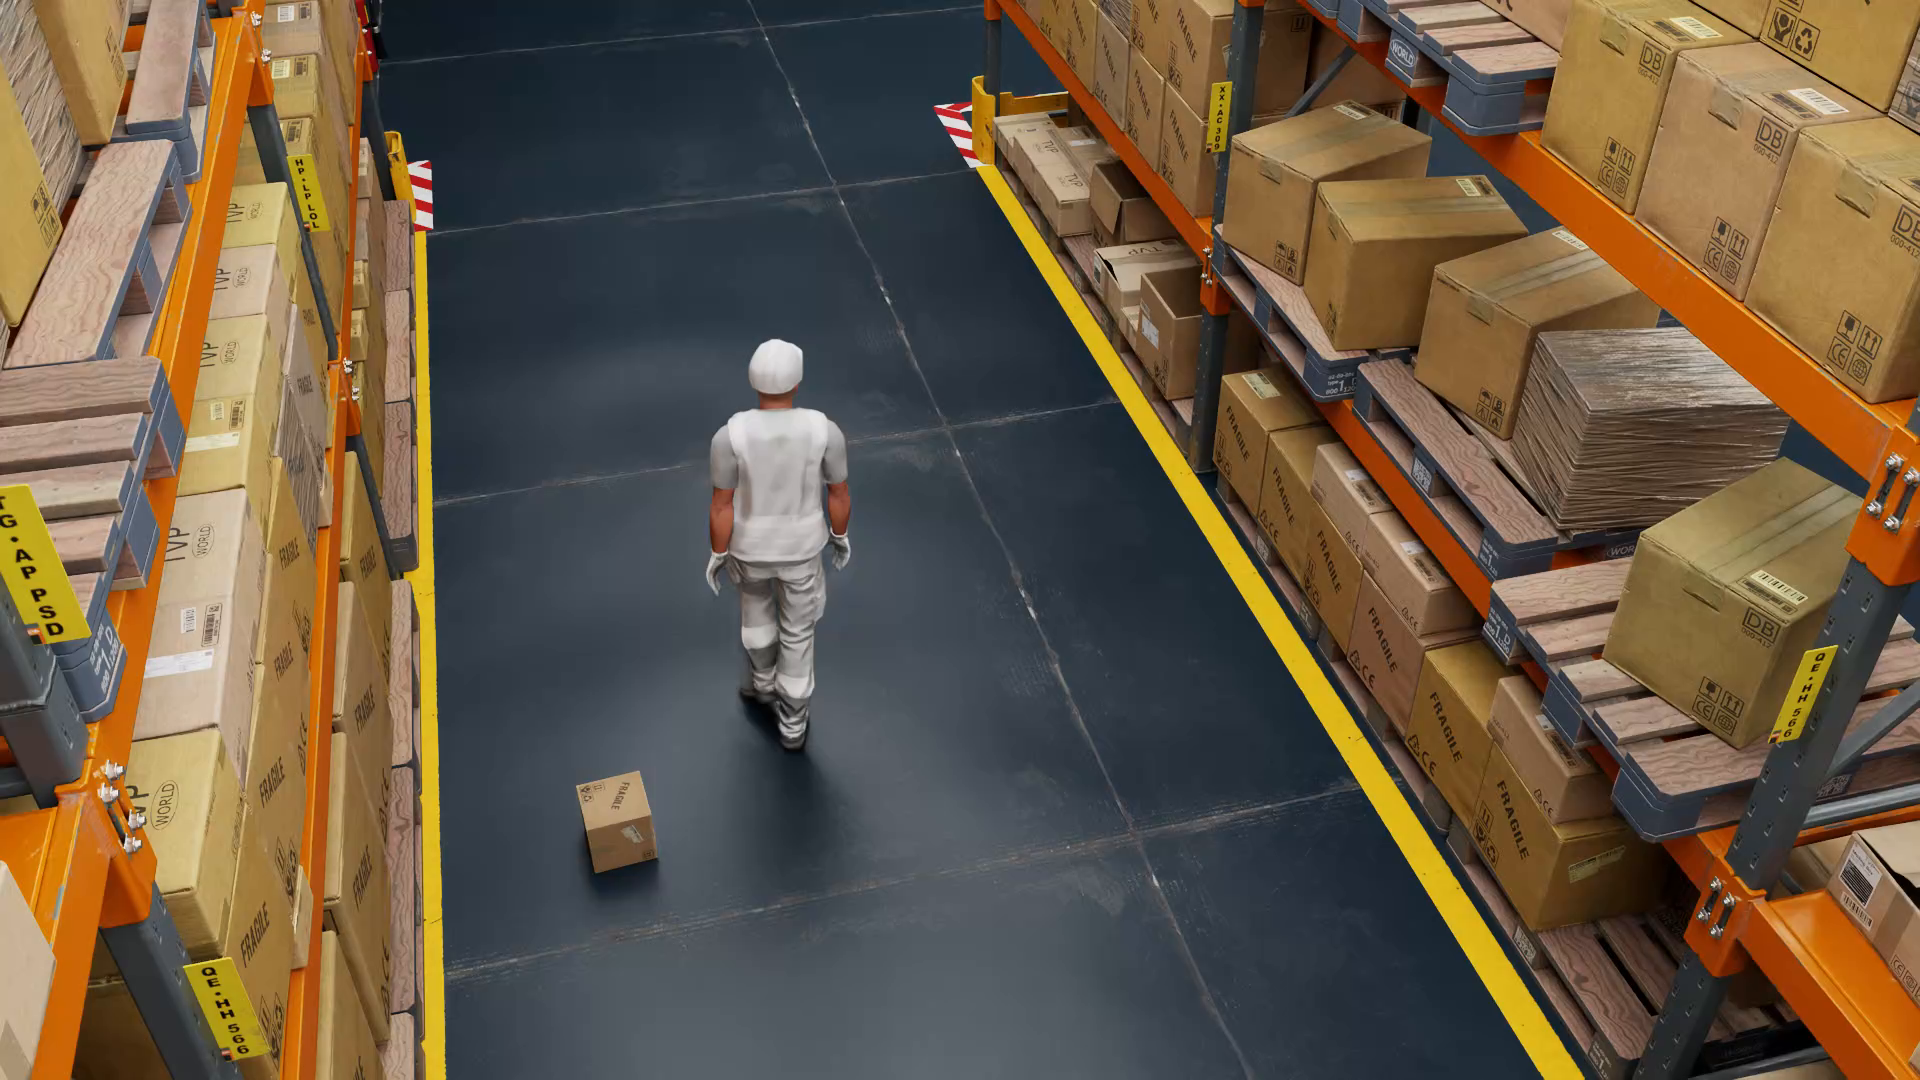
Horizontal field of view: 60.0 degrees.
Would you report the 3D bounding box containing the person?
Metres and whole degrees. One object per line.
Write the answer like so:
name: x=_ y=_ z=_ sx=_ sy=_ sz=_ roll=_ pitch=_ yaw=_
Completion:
person: x=-0.718 y=0.033 z=6.635 sx=0.579 sy=1.782 sz=0.538 roll=-2 pitch=38 yaw=-2
